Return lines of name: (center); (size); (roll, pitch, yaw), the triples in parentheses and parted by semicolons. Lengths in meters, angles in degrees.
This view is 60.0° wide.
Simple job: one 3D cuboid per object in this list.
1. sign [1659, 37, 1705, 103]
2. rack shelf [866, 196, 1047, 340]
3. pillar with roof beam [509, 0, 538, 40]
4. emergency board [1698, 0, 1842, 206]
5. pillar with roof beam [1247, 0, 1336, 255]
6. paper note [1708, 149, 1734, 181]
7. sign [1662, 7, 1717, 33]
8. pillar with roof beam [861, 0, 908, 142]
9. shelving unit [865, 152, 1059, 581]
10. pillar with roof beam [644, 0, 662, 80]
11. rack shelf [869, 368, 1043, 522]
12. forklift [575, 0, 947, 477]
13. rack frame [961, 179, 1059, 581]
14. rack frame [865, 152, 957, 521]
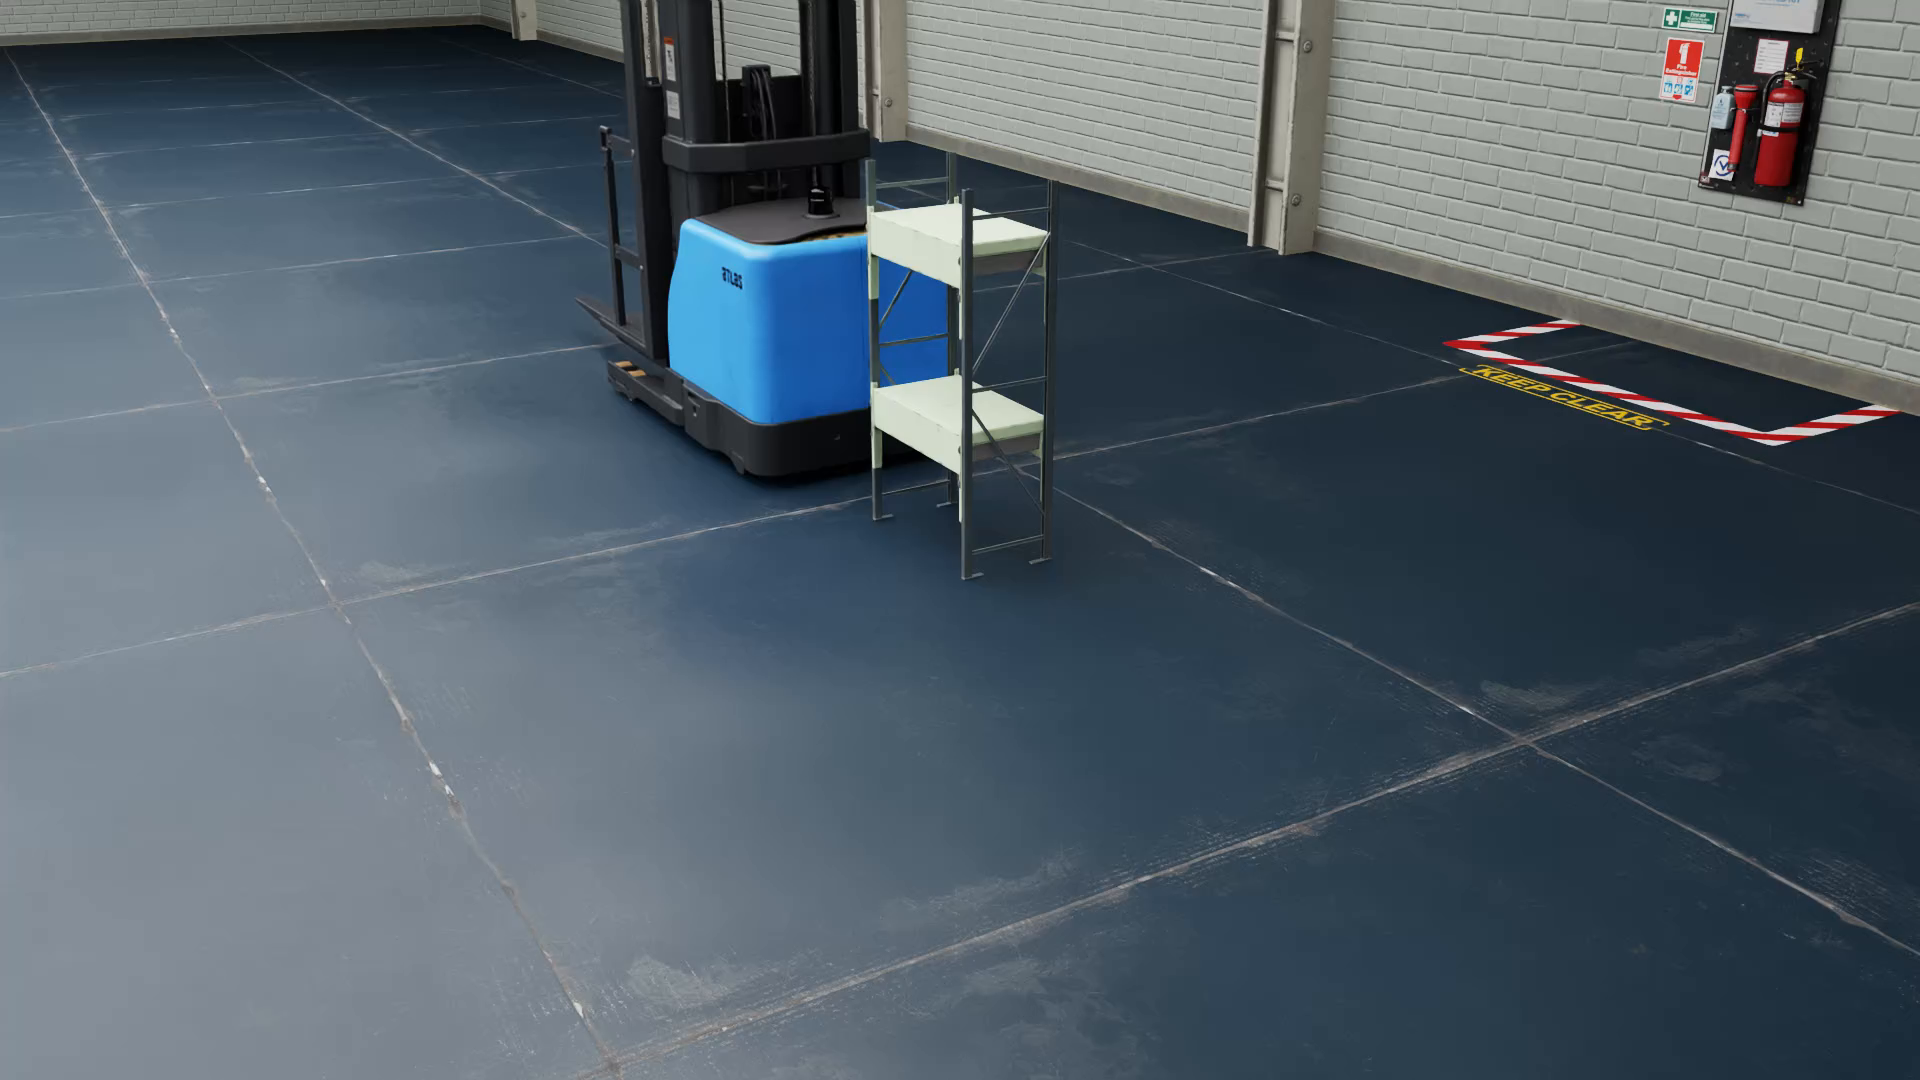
sign: (3.960, -2.580, 9.127); (0.001, 0.329, 0.234); (-13, 25, -28)
rack shelf: (-0.003, -1.058, 6.387); (0.431, 0.370, 0.720); (-13, 25, -28)
pillar with roof beam: (-10.578, -11.277, 22.606); (9.100, 9.000, 0.400); (-13, 25, -28)
emergency board: (4.153, -2.364, 8.645); (0.194, 1.169, 0.643); (-13, 25, -28)
pillar with roof beam: (-1.383, -5.450, 8.270); (9.100, 9.000, 0.400); (-13, 25, -28)
paper note: (4.122, -2.027, 8.984); (0.016, 0.148, 0.142); (-13, 25, -28)
sign: (3.954, -2.822, 9.019); (0.001, 0.109, 0.331); (-13, 25, -28)
pillar with roof beam: (-4.448, -7.393, 13.049); (9.100, 9.000, 0.400); (-13, 25, -28)
shelving unit: (-0.003, -0.697, 6.534); (0.431, 1.500, 0.755); (-13, 25, -28)
pillar with roof beam: (-7.513, -9.335, 17.827); (9.100, 9.000, 0.400); (-13, 25, -28)
rack shelf: (-0.003, -0.395, 6.657); (0.431, 0.370, 0.720); (-13, 25, -28)
forklift: (-1.190, -2.145, 8.196); (1.130, 2.935, 3.031); (-13, 25, -28)
rack frame: (0.184, -0.578, 6.243); (0.400, 1.500, 0.023); (-13, 25, -28)
rack frame: (-0.190, -0.815, 6.826); (0.400, 1.500, 0.023); (-13, 25, -28)
